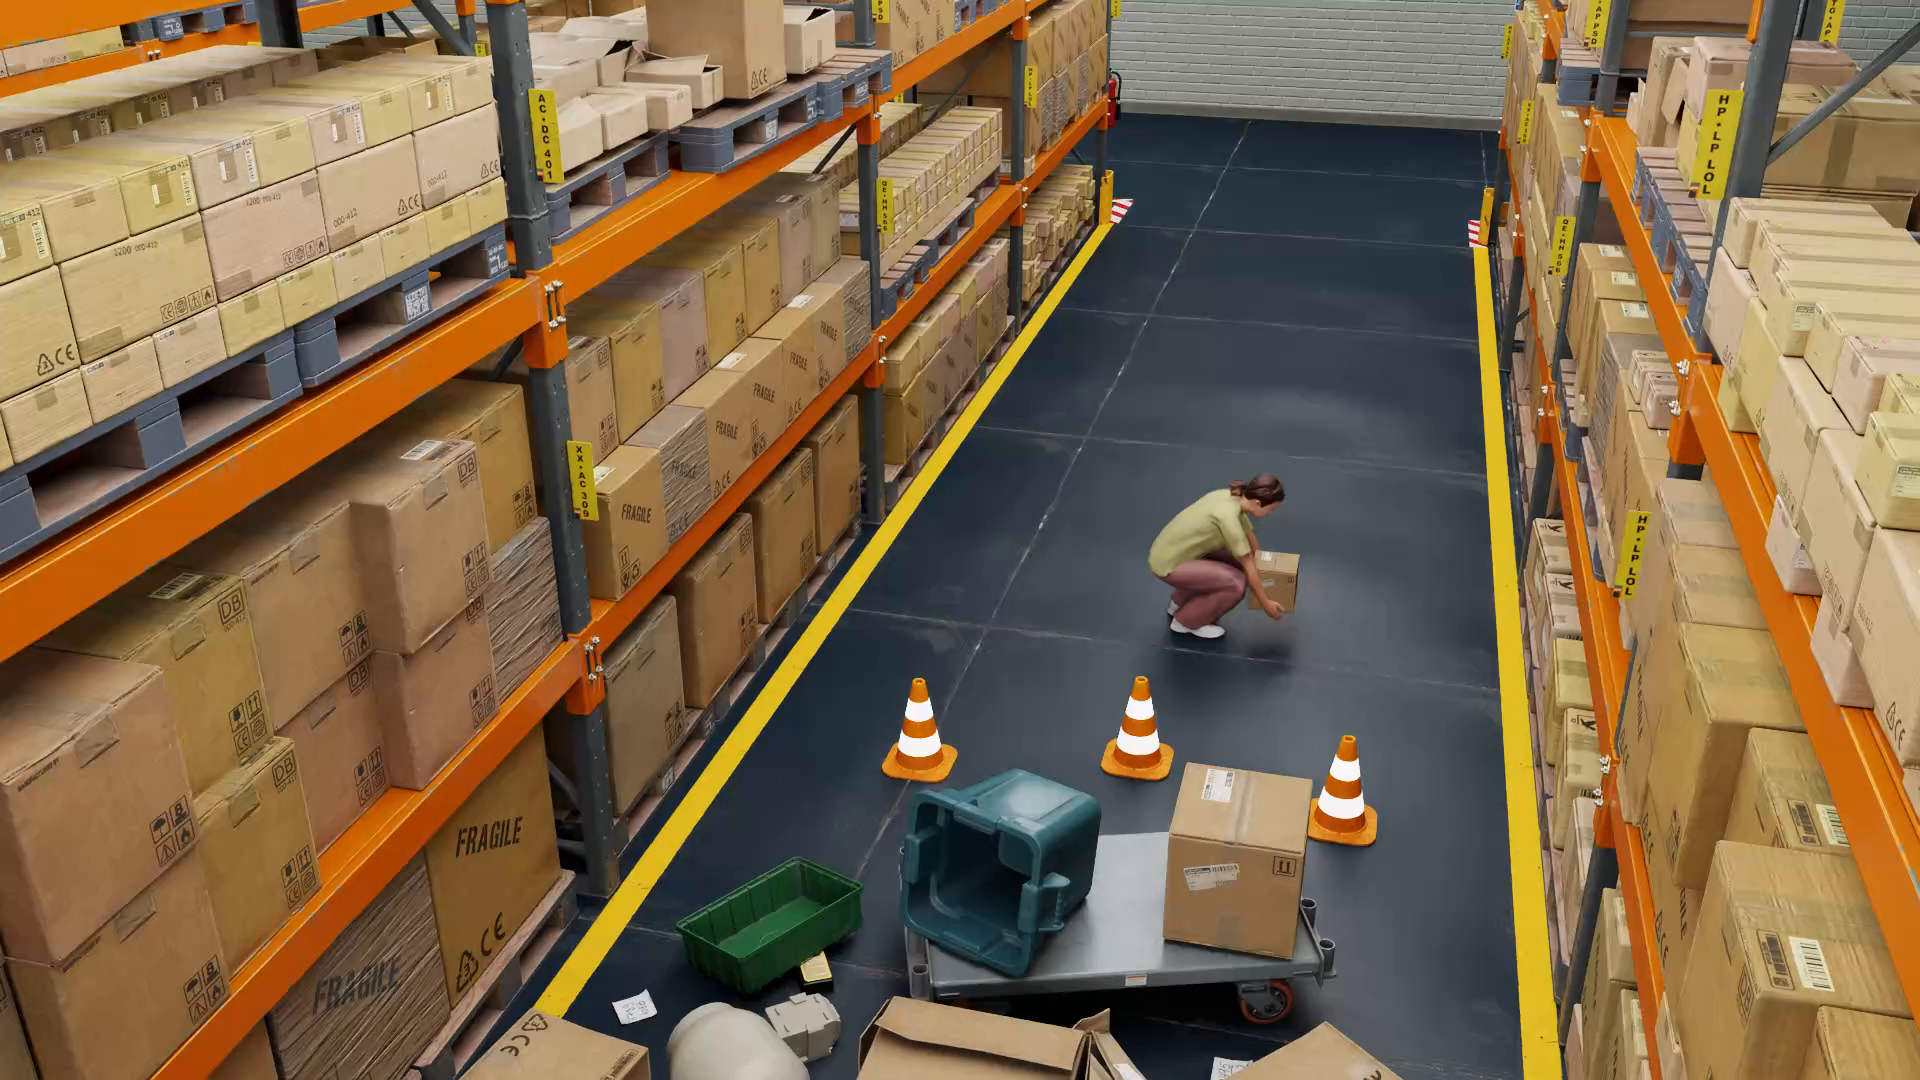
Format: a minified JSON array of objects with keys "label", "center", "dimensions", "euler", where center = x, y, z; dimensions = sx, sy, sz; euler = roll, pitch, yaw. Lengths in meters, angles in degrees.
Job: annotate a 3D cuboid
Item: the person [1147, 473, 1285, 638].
[{"label":"person","center":[1.459,0.067,9.331],"dimensions":[0.796,0.947,0.463],"euler":[6,26,12]}]
